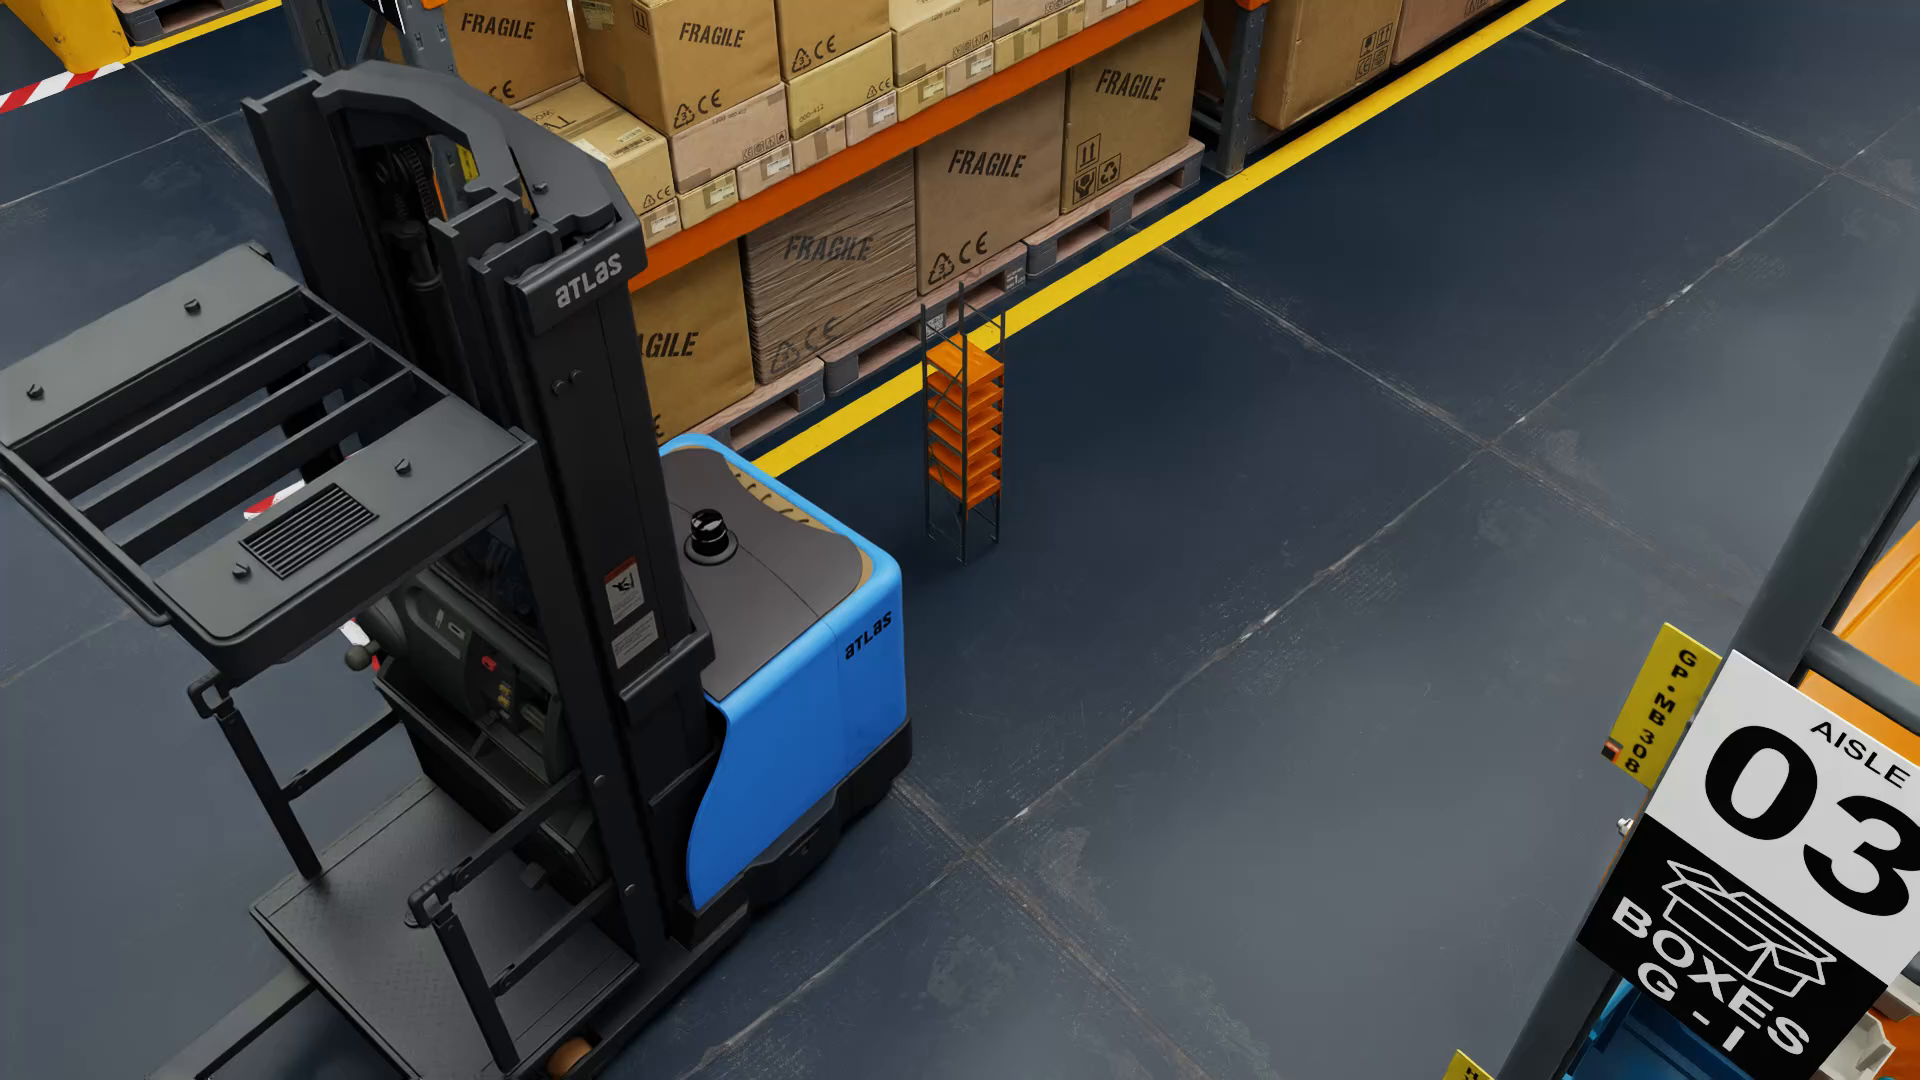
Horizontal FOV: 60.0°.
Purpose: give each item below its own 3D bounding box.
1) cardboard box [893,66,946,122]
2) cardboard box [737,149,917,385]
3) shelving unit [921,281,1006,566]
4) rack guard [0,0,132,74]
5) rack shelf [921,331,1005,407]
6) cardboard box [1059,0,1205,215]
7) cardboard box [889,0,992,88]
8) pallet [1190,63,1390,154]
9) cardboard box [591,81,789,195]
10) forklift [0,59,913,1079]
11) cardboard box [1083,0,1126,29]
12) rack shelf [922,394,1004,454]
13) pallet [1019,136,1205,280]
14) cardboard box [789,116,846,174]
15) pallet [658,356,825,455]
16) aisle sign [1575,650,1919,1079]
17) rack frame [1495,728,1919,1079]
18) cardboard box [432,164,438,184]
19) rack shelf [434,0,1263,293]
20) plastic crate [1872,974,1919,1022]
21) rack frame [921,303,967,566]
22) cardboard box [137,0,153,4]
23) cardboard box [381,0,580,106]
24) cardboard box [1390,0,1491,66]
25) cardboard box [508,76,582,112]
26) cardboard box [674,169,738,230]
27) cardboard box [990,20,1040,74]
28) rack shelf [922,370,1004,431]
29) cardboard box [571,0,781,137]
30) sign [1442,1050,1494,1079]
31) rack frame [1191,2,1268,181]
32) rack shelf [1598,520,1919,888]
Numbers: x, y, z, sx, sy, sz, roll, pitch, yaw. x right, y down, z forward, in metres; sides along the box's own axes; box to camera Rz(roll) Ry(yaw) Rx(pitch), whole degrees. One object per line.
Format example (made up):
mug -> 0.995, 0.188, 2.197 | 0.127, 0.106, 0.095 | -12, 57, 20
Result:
cardboard box -> -0.274, -1.836, 6.574 | 0.250, 0.149, 0.380 | -35, 56, -28
cardboard box -> -0.803, -1.396, 7.157 | 0.875, 0.875, 0.875 | -34, 56, -27
shelving unit -> 0.011, -0.414, 6.316 | 0.189, 1.200, 0.258 | -34, 56, -27
rack guard -> -5.101, -3.101, 9.271 | 0.348, 0.500, 1.175 | -34, 56, -27
rack shelf -> 0.011, -0.628, 6.084 | 0.180, 0.103, 0.258 | -34, 56, -27
cardboard box -> 0.522, -2.281, 7.973 | 0.875, 0.875, 0.875 | -34, 56, -27
cardboard box -> -0.222, -2.072, 6.521 | 0.500, 0.250, 0.500 | -35, 56, -28
pallet -> 1.584, -2.619, 9.023 | 1.213, 0.211, 1.003 | -34, 56, -27
cardboard box -> -0.979, -1.565, 6.053 | 0.500, 0.250, 0.500 | -34, 56, -28
forklift -> -1.515, 0.394, 4.392 | 1.130, 2.935, 3.031 | 33, 55, 26
cardboard box -> 0.488, -2.346, 7.045 | 0.250, 0.149, 0.380 | -33, 55, -27
rack shelf -> 0.011, -0.465, 6.260 | 0.180, 0.103, 0.258 | -34, 56, -27
pallet -> 0.449, -1.863, 8.325 | 1.213, 0.211, 1.003 | -34, 56, -27
cardboard box -> -0.652, -1.584, 6.342 | 0.250, 0.149, 0.380 | -35, 56, -28
pallet -> -1.357, -0.656, 7.212 | 1.213, 0.211, 1.003 | -34, 56, -27
aisle sign -> 1.186, 0.524, 2.457 | 0.004, 0.787, 0.394 | -34, 56, -27
rack frame -> 1.436, 1.529, 3.298 | 0.127, 3.000, 1.000 | -34, 56, -27
cardboard box -> -1.854, -1.434, 6.203 | 0.250, 0.149, 0.380 | -33, 55, -27
rack shelf -> -0.416, -1.909, 6.960 | 4.000, 0.370, 1.077 | -34, 56, -27
plastic crate -> 2.142, 0.961, 3.961 | 0.243, 0.136, 0.396 | -34, 56, -27
rack frame -> -0.057, -0.369, 6.274 | 0.006, 1.200, 0.240 | -34, 56, -27
cardboard box -> -4.555, -3.172, 9.290 | 0.250, 0.149, 0.380 | -33, 55, -26
cardboard box -> -1.712, -1.852, 5.807 | 0.500, 0.500, 0.500 | -33, 55, -27
cardboard box -> 2.184, -3.333, 8.945 | 0.875, 0.875, 1.225 | -36, 57, -28
cardboard box -> -1.716, -1.598, 6.083 | 0.500, 0.250, 0.500 | -35, 56, -28
cardboard box -> -1.033, -1.329, 6.107 | 0.250, 0.149, 0.380 | -35, 56, -28
cardboard box -> 0.108, -2.092, 6.810 | 0.250, 0.149, 0.380 | -35, 56, -28
rack shelf -> 0.011, -0.547, 6.172 | 0.180, 0.103, 0.258 | -34, 56, -27
cardboard box -> -0.989, -1.806, 5.765 | 0.500, 0.500, 0.500 | -35, 56, -28
sign -> 1.054, 1.183, 3.507 | 0.005, 0.325, 0.100 | -34, 56, -27
rack frame -> 1.064, -3.142, 7.608 | 0.127, 3.000, 1.000 | -34, 56, -27
rack shelf -> 2.916, -0.233, 3.372 | 4.000, 0.370, 1.077 | -34, 56, -27
